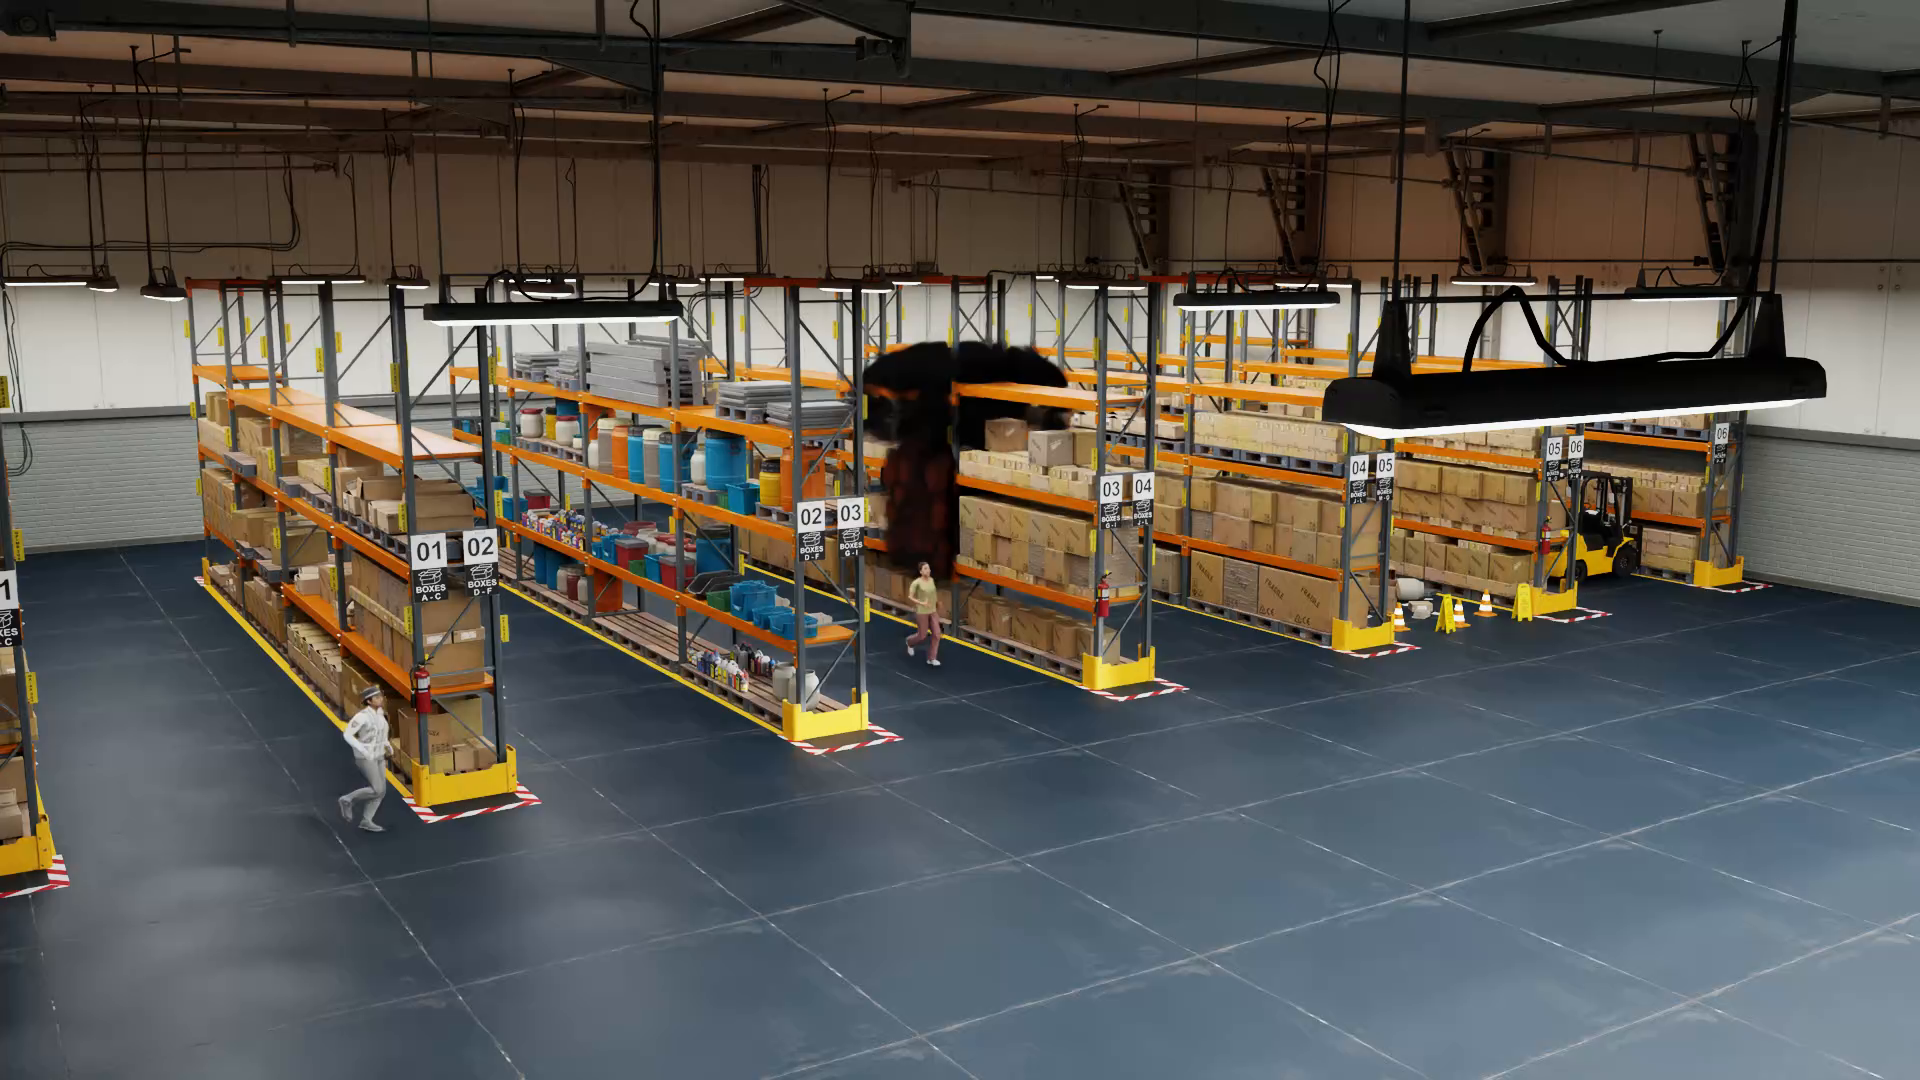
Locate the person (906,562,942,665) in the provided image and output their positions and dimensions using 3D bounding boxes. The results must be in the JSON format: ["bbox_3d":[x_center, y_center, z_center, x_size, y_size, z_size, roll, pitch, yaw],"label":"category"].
[{"bbox_3d":[-0.555,1.147,26.310,0.588,1.619,0.758,-7,12,-37],"label":"person"}]

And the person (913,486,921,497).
[{"bbox_3d":[-0.938,-1.447,41.819,0.791,1.667,0.630,7,12,36],"label":"person"}]

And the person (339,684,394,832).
[{"bbox_3d":[-6.631,2.433,18.712,0.507,1.659,0.616,2,10,12],"label":"person"}]

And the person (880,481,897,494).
[{"bbox_3d":[-1.855,-1.785,43.450,0.636,1.690,0.659,3,10,17],"label":"person"}]
